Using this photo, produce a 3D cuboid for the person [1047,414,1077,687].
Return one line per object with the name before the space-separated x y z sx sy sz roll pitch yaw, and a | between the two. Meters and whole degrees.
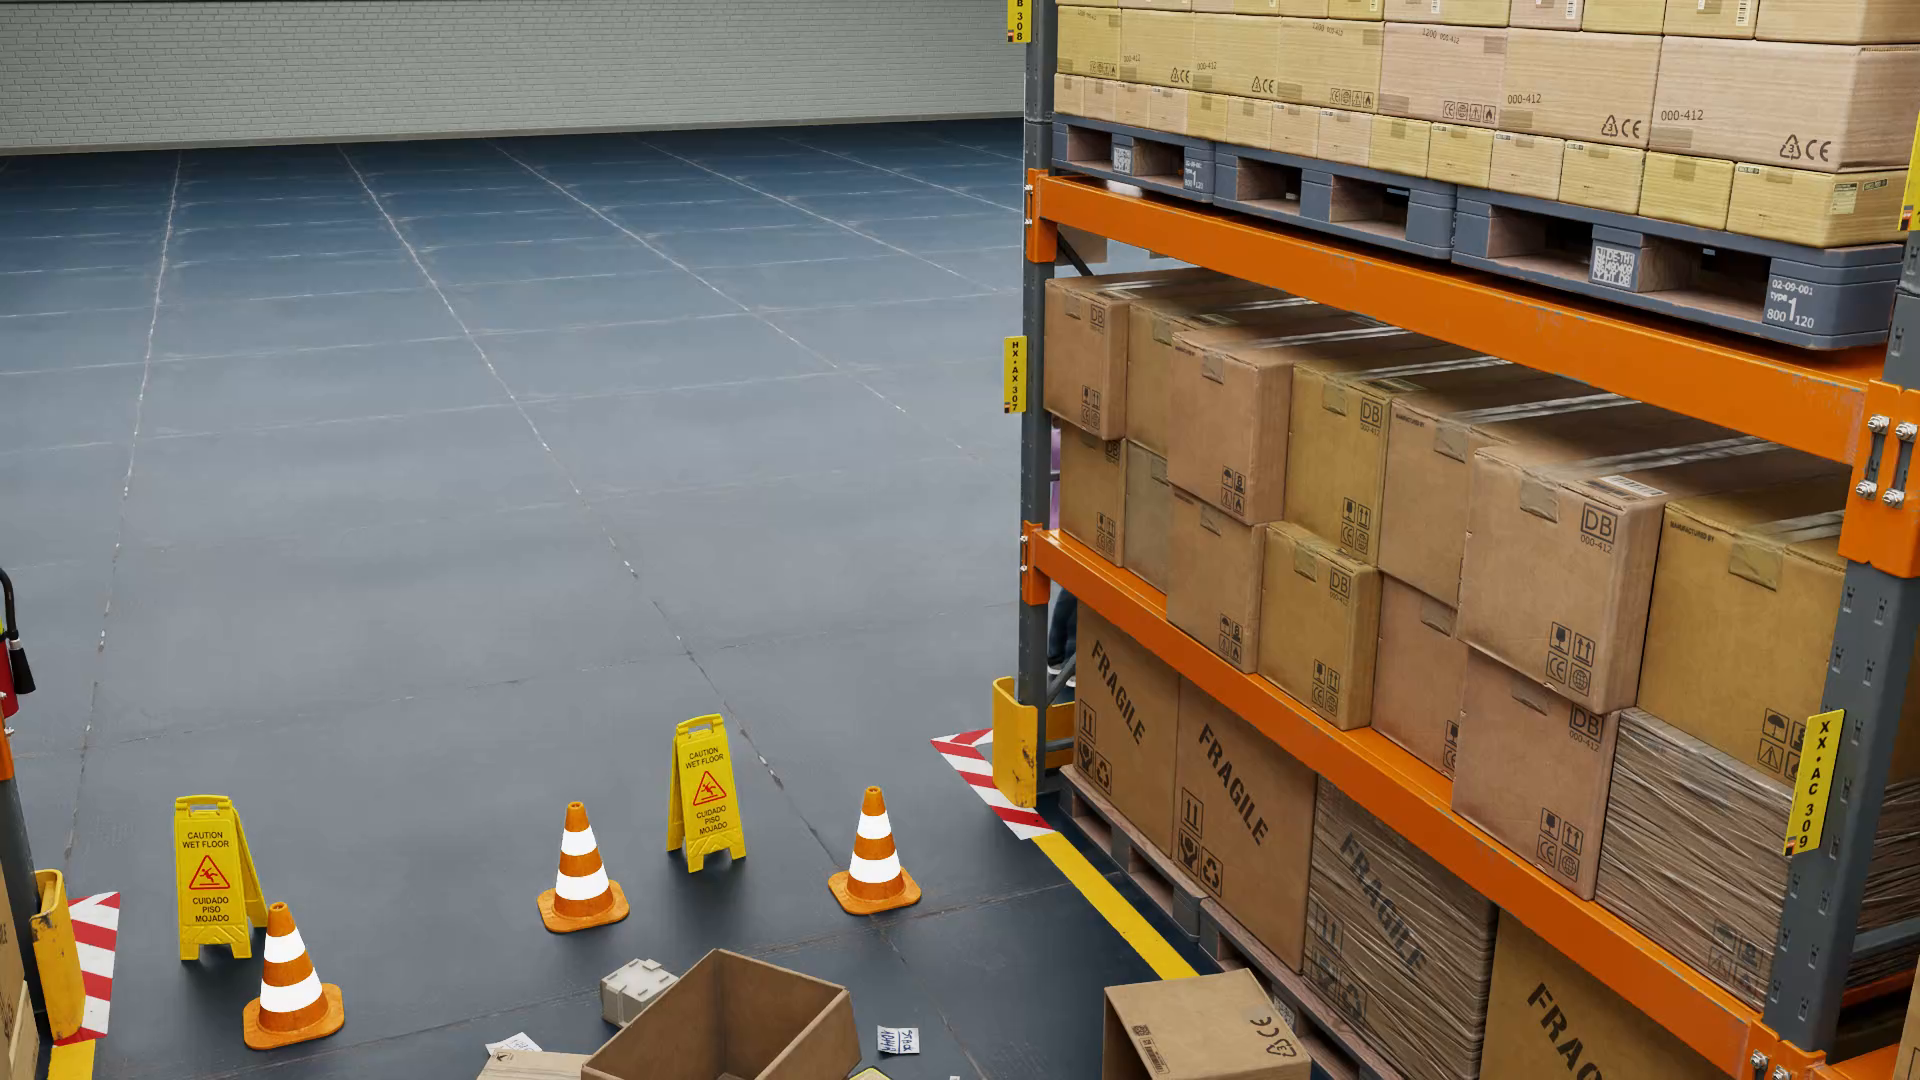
person | 0.679 -0.015 8.633 0.496 1.591 0.404 -6 20 -16
